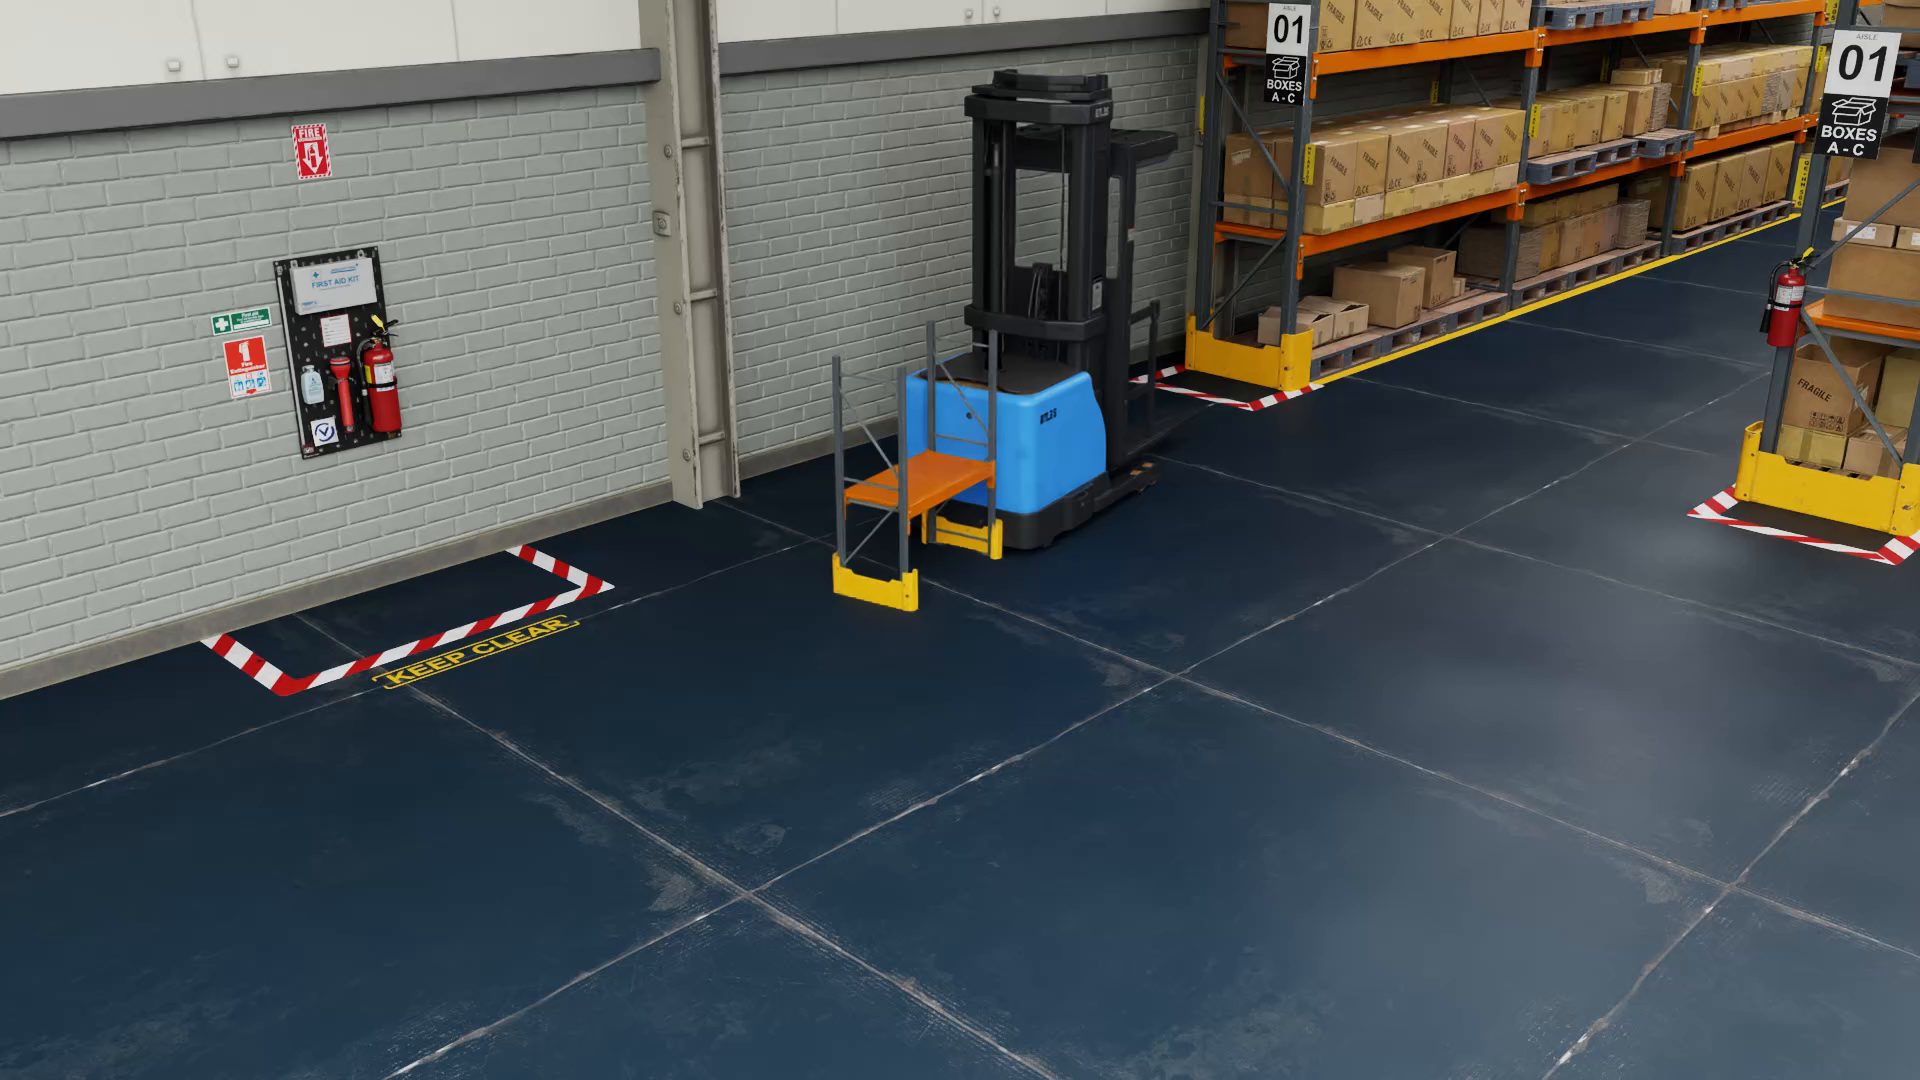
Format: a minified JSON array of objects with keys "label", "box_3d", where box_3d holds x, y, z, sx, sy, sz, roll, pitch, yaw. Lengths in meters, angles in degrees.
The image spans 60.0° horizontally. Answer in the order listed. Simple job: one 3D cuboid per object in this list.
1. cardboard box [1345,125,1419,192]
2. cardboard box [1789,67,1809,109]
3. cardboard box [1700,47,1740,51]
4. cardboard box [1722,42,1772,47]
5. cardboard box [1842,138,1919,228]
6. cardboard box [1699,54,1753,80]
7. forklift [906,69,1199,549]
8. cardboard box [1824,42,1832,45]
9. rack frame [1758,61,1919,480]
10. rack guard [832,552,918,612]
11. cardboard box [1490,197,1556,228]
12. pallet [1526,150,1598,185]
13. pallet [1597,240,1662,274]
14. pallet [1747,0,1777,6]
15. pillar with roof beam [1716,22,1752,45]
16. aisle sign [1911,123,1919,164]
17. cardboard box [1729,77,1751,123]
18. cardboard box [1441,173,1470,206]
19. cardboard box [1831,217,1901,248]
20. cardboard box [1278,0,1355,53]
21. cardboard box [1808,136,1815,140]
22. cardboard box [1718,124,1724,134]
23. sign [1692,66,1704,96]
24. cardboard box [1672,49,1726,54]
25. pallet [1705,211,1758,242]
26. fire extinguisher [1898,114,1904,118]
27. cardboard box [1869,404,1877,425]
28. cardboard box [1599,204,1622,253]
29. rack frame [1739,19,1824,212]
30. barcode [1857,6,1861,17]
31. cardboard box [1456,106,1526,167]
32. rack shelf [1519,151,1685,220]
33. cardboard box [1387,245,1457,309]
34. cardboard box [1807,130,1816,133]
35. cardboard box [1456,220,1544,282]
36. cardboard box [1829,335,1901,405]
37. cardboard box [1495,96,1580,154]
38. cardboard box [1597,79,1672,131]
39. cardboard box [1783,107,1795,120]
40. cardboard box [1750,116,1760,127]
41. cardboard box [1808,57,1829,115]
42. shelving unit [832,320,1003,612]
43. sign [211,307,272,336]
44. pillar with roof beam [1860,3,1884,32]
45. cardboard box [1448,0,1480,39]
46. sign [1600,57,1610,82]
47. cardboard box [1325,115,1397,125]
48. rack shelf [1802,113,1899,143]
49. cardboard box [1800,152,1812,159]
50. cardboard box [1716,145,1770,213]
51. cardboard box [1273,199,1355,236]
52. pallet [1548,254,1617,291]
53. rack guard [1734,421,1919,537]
[{"label":"cardboard box","box_3d":[3.770,-3.442,14.984,0.500,0.500,0.500,18,27,39]},{"label":"cardboard box","box_3d":[10.735,-5.947,21.783,0.500,0.500,0.500,19,28,40]},{"label":"cardboard box","box_3d":[9.662,-6.159,21.291,0.500,0.250,0.500,18,27,39]},{"label":"cardboard box","box_3d":[10.369,-6.425,21.984,0.500,0.250,0.500,-19,28,-40]},{"label":"cardboard box","box_3d":[6.428,-2.393,11.171,0.700,0.500,0.500,19,28,41]},{"label":"cardboard box","box_3d":[9.308,-5.770,20.279,0.500,0.250,0.500,20,28,41]},{"label":"forklift","box_3d":[0.805,-1.785,11.634,1.130,2.935,3.031,13,24,30]},{"label":"cardboard box","box_3d":[13.318,-6.968,24.605,0.700,0.700,0.980,-19,28,-40]},{"label":"rack frame","box_3d":[6.057,-1.610,11.083,1.000,3.000,0.127,19,28,41]},{"label":"rack guard","box_3d":[-0.515,0.251,10.073,0.587,0.250,0.087,13,24,30]},{"label":"cardboard box","box_3d":[6.102,-3.573,18.016,0.500,0.250,0.500,19,28,40]},{"label":"pallet","box_3d":[5.933,-3.948,17.432,1.003,0.211,1.213,19,28,41]},{"label":"pallet","box_3d":[7.540,-3.403,19.635,1.003,0.211,1.213,19,28,41]},{"label":"pallet","box_3d":[9.275,-6.684,20.367,1.213,0.211,1.003,-19,28,-40]},{"label":"pillar with roof beam","box_3d":[13.829,-8.053,19.483,9.100,9.000,0.400,19,28,41]},{"label":"aisle sign","box_3d":[6.230,-2.730,10.373,0.394,0.787,0.004,19,28,41]},{"label":"cardboard box","box_3d":[9.327,-5.421,20.415,0.500,0.500,0.500,19,28,40]},{"label":"cardboard box","box_3d":[4.489,-3.360,15.816,0.500,0.250,0.500,19,28,40]},{"label":"cardboard box","box_3d":[6.187,-2.105,11.328,0.380,0.149,0.250,19,28,40]},{"label":"cardboard box","box_3d":[2.917,-4.328,13.807,0.500,0.500,0.500,-19,28,-41]},{"label":"cardboard box","box_3d":[12.205,-5.609,23.481,0.380,0.149,0.250,18,28,39]},{"label":"cardboard box","box_3d":[9.171,-5.098,20.480,0.250,0.149,0.380,-19,28,-41]},{"label":"sign","box_3d":[8.481,-5.275,19.116,0.100,0.325,0.005,19,28,41]},{"label":"cardboard box","box_3d":[9.295,-6.026,20.945,0.500,0.250,0.500,18,28,39]},{"label":"pallet","box_3d":[9.541,-4.100,21.447,1.003,0.211,1.213,19,28,41]},{"label":"fire extinguisher","box_3d":[14.102,-6.675,24.887,0.296,0.674,0.183,19,28,41]},{"label":"cardboard box","box_3d":[6.559,-0.866,12.394,0.500,0.250,0.500,19,28,41]},{"label":"cardboard box","box_3d":[7.178,-3.643,19.241,0.700,0.500,0.500,19,28,41]},{"label":"rack frame","box_3d":[10.876,-5.934,22.331,1.000,3.000,0.127,19,28,41]},{"label":"barcode","box_3d":[5.922,-3.479,10.956,0.001,0.075,0.075,19,28,41]},{"label":"cardboard box","box_3d":[5.187,-3.968,16.352,0.500,0.500,0.500,19,28,41]},{"label":"rack shelf","box_3d":[6.691,-4.055,18.448,1.077,0.370,4.000,19,28,41]},{"label":"cardboard box","box_3d":[4.600,-2.639,16.630,0.500,0.500,0.500,17,27,37]},{"label":"cardboard box","box_3d":[12.311,-5.845,24.095,0.380,0.149,0.250,20,28,41]},{"label":"cardboard box","box_3d":[5.797,-3.109,17.854,0.500,0.500,0.700,-19,28,-40]},{"label":"cardboard box","box_3d":[6.905,-1.346,12.597,0.500,0.500,0.500,19,28,41]},{"label":"cardboard box","box_3d":[6.070,-4.393,17.571,0.500,0.500,0.700,-17,27,-37]},{"label":"cardboard box","box_3d":[7.765,-5.034,19.238,0.700,0.500,0.500,15,26,35]},{"label":"cardboard box","box_3d":[10.684,-5.597,21.778,0.250,0.149,0.380,-20,28,-41]},{"label":"cardboard box","box_3d":[9.925,-5.352,21.141,0.380,0.149,0.250,18,28,39]},{"label":"cardboard box","box_3d":[11.266,-6.209,22.630,0.700,0.700,0.980,-20,28,-41]},{"label":"shelving unit","box_3d":[-0.253,-0.484,10.244,0.587,1.500,1.083,13,24,30]},{"label":"sign","box_3d":[-4.013,-1.224,9.290,0.001,0.109,0.331,19,28,41]},{"label":"pillar with roof beam","box_3d":[18.015,-9.595,23.496,9.100,9.000,0.400,19,28,41]},{"label":"cardboard box","box_3d":[4.399,-4.863,15.197,0.500,0.500,0.500,18,27,39]},{"label":"sign","box_3d":[7.686,-5.584,19.808,0.100,0.325,0.005,19,28,41]},{"label":"cardboard box","box_3d":[3.748,-3.703,15.664,0.500,0.500,0.500,-20,29,-41]},{"label":"rack shelf","box_3d":[12.271,-6.112,23.798,1.077,0.370,4.000,19,28,41]},{"label":"cardboard box","box_3d":[11.471,-5.129,23.138,0.700,0.500,0.500,20,29,41]},{"label":"cardboard box","box_3d":[9.898,-4.697,21.526,0.750,0.750,0.750,-19,28,-40]},{"label":"cardboard box","box_3d":[3.073,-2.834,14.449,0.500,0.250,0.500,18,28,39]},{"label":"pallet","box_3d":[6.689,-3.091,18.823,1.003,0.211,1.213,19,28,41]},{"label":"rack guard","box_3d":[6.040,-0.437,11.515,1.175,0.500,0.348,19,28,41]}]
